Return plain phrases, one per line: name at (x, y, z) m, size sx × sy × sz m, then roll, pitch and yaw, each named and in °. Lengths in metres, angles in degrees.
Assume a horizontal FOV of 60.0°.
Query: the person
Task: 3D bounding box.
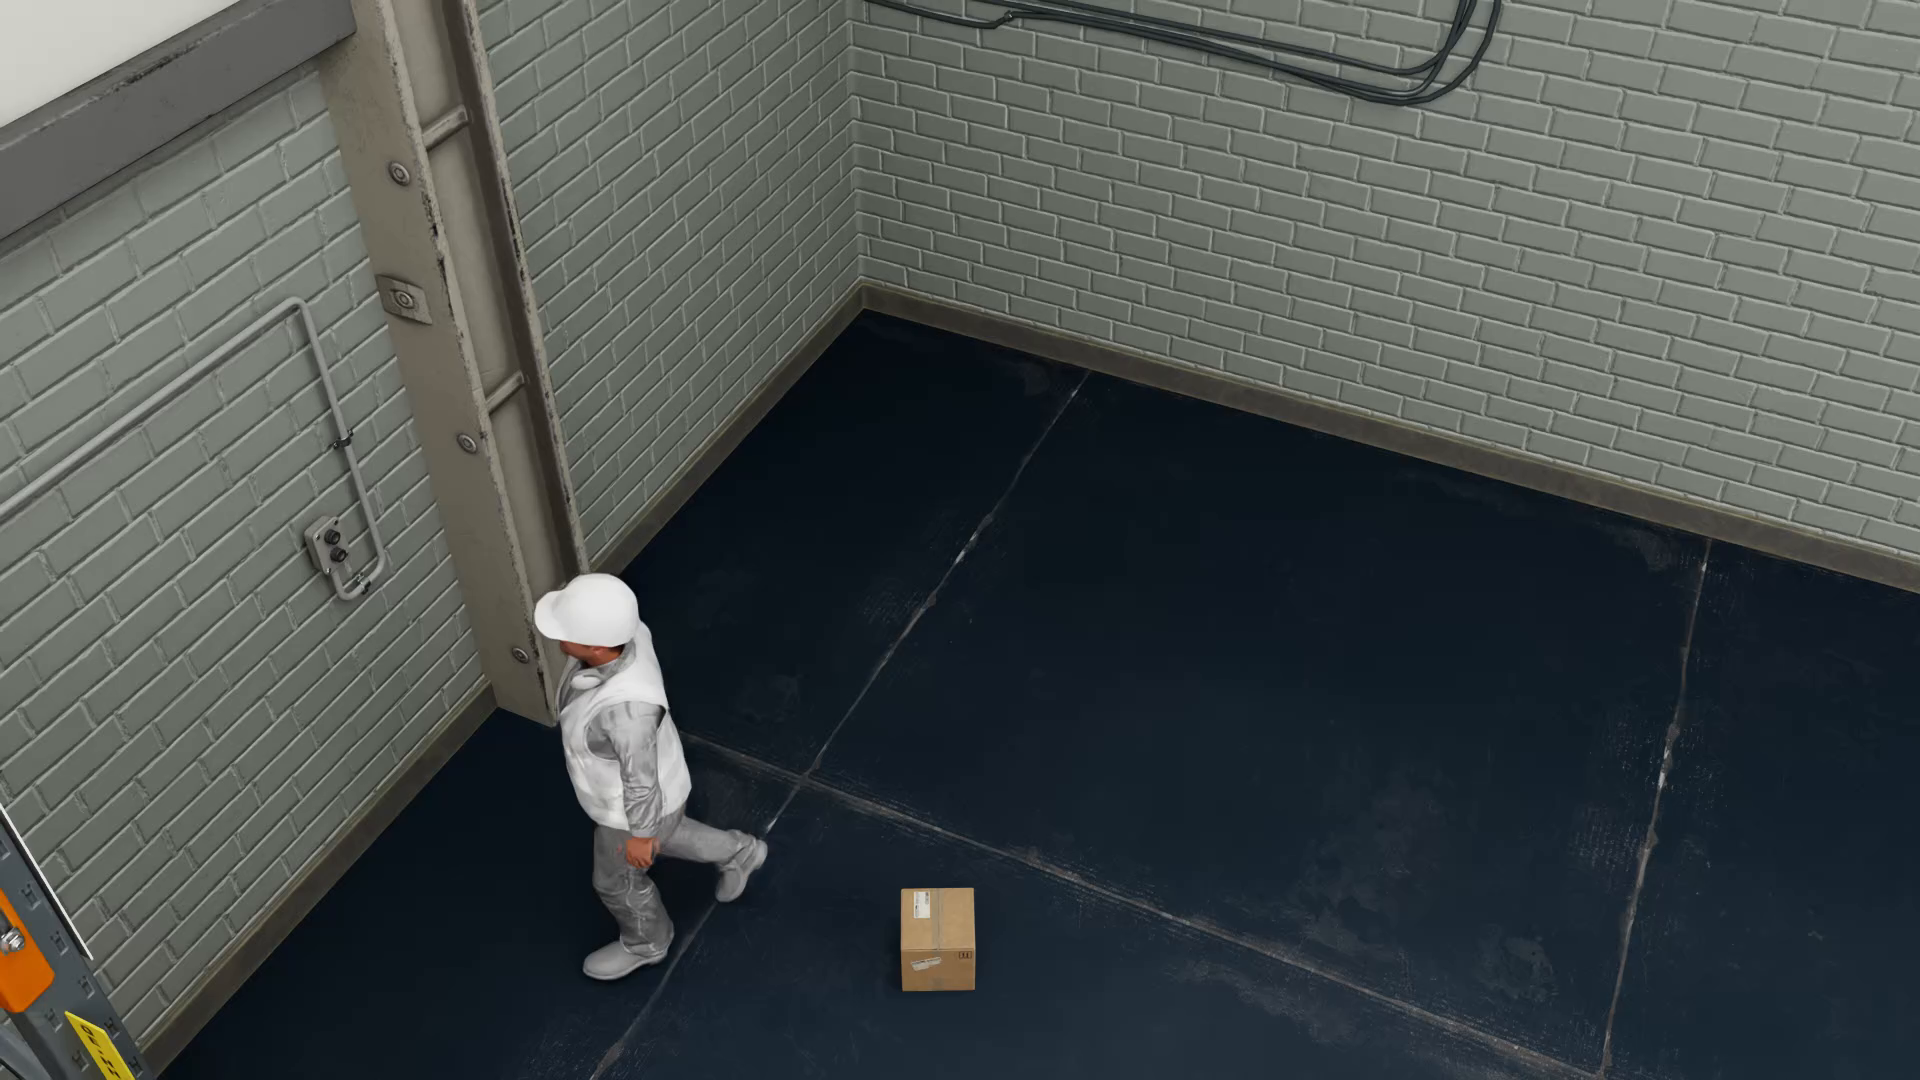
person at (-1.050, 0.747, 5.266) m, size 0.561 × 1.763 × 0.547 m, roll -11°, pitch 43°, yaw -12°
